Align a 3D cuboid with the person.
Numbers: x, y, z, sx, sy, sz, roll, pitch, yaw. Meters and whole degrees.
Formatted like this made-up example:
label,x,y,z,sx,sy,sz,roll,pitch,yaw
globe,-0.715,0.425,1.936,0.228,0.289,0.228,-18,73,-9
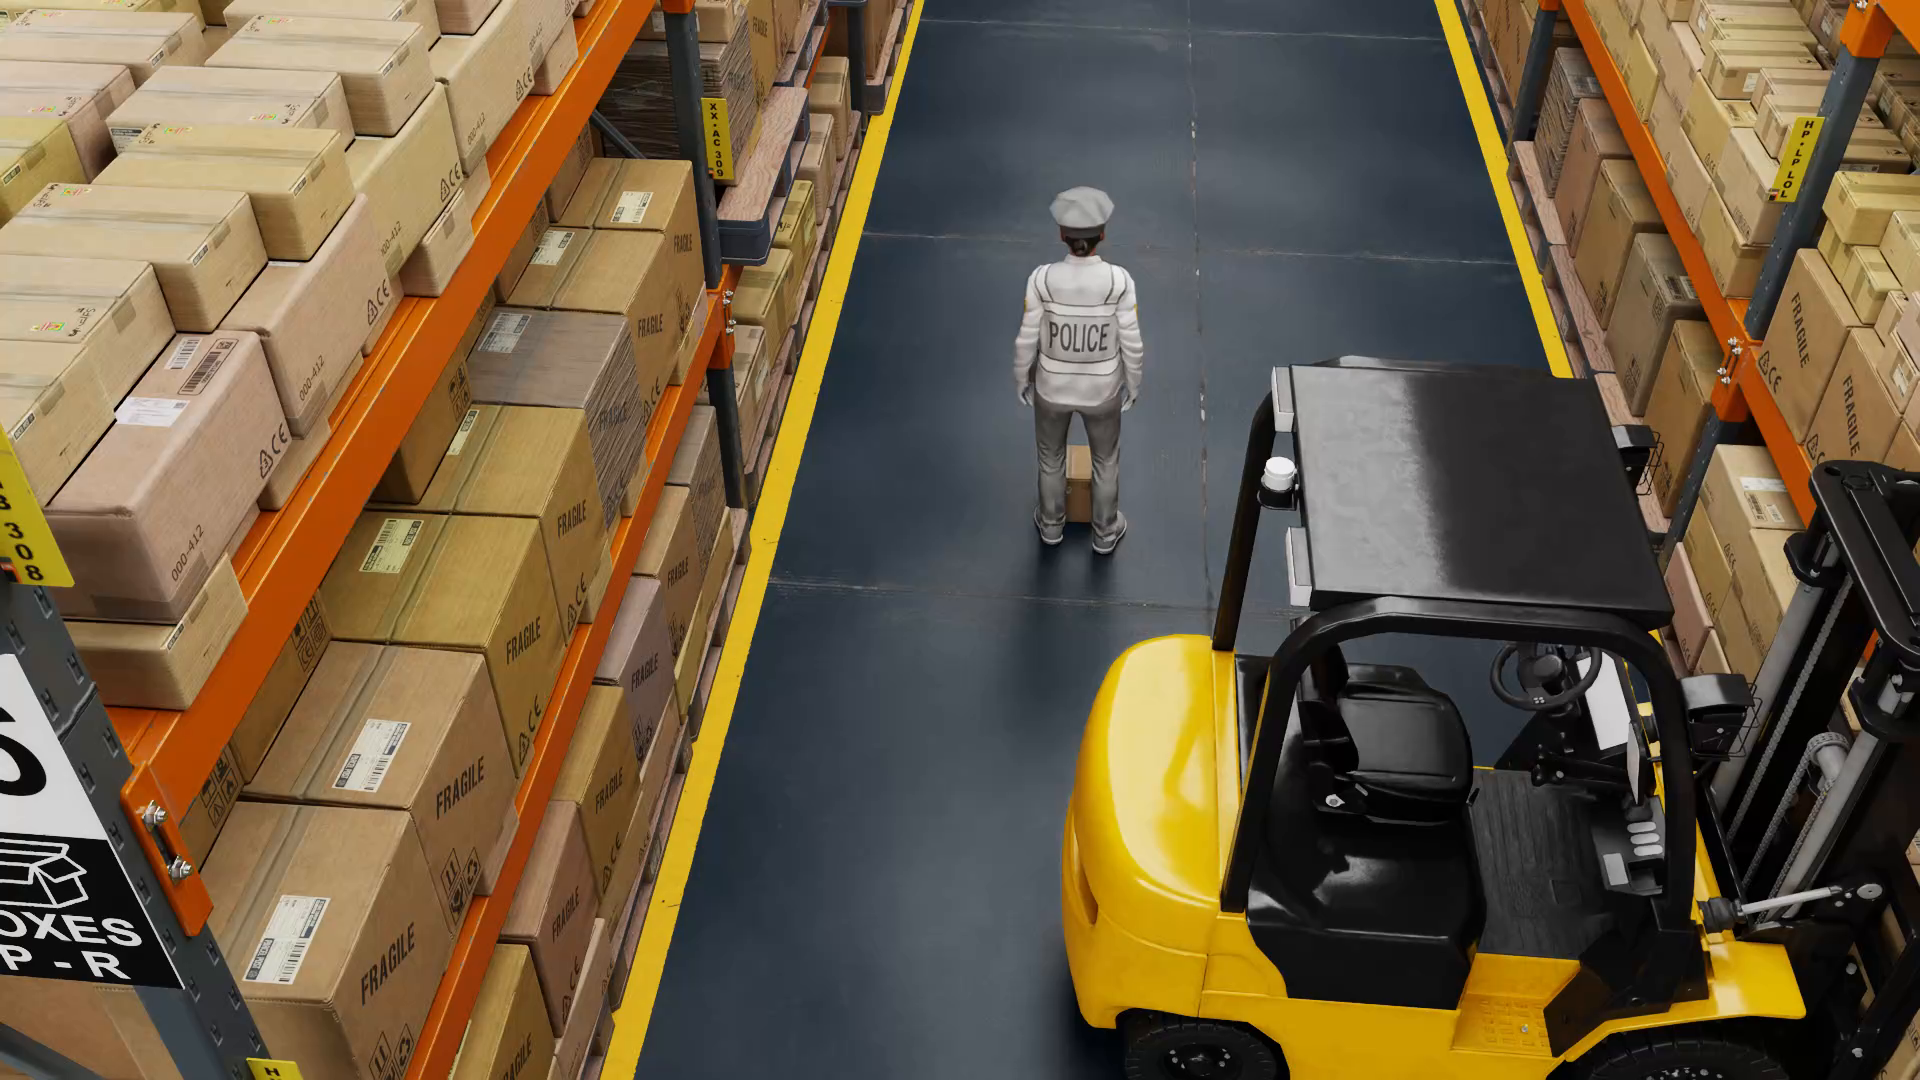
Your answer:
label,x,y,z,sx,sy,sz,roll,pitch,yaw
person,0.488,-0.652,6.922,0.529,1.663,0.403,4,40,4
